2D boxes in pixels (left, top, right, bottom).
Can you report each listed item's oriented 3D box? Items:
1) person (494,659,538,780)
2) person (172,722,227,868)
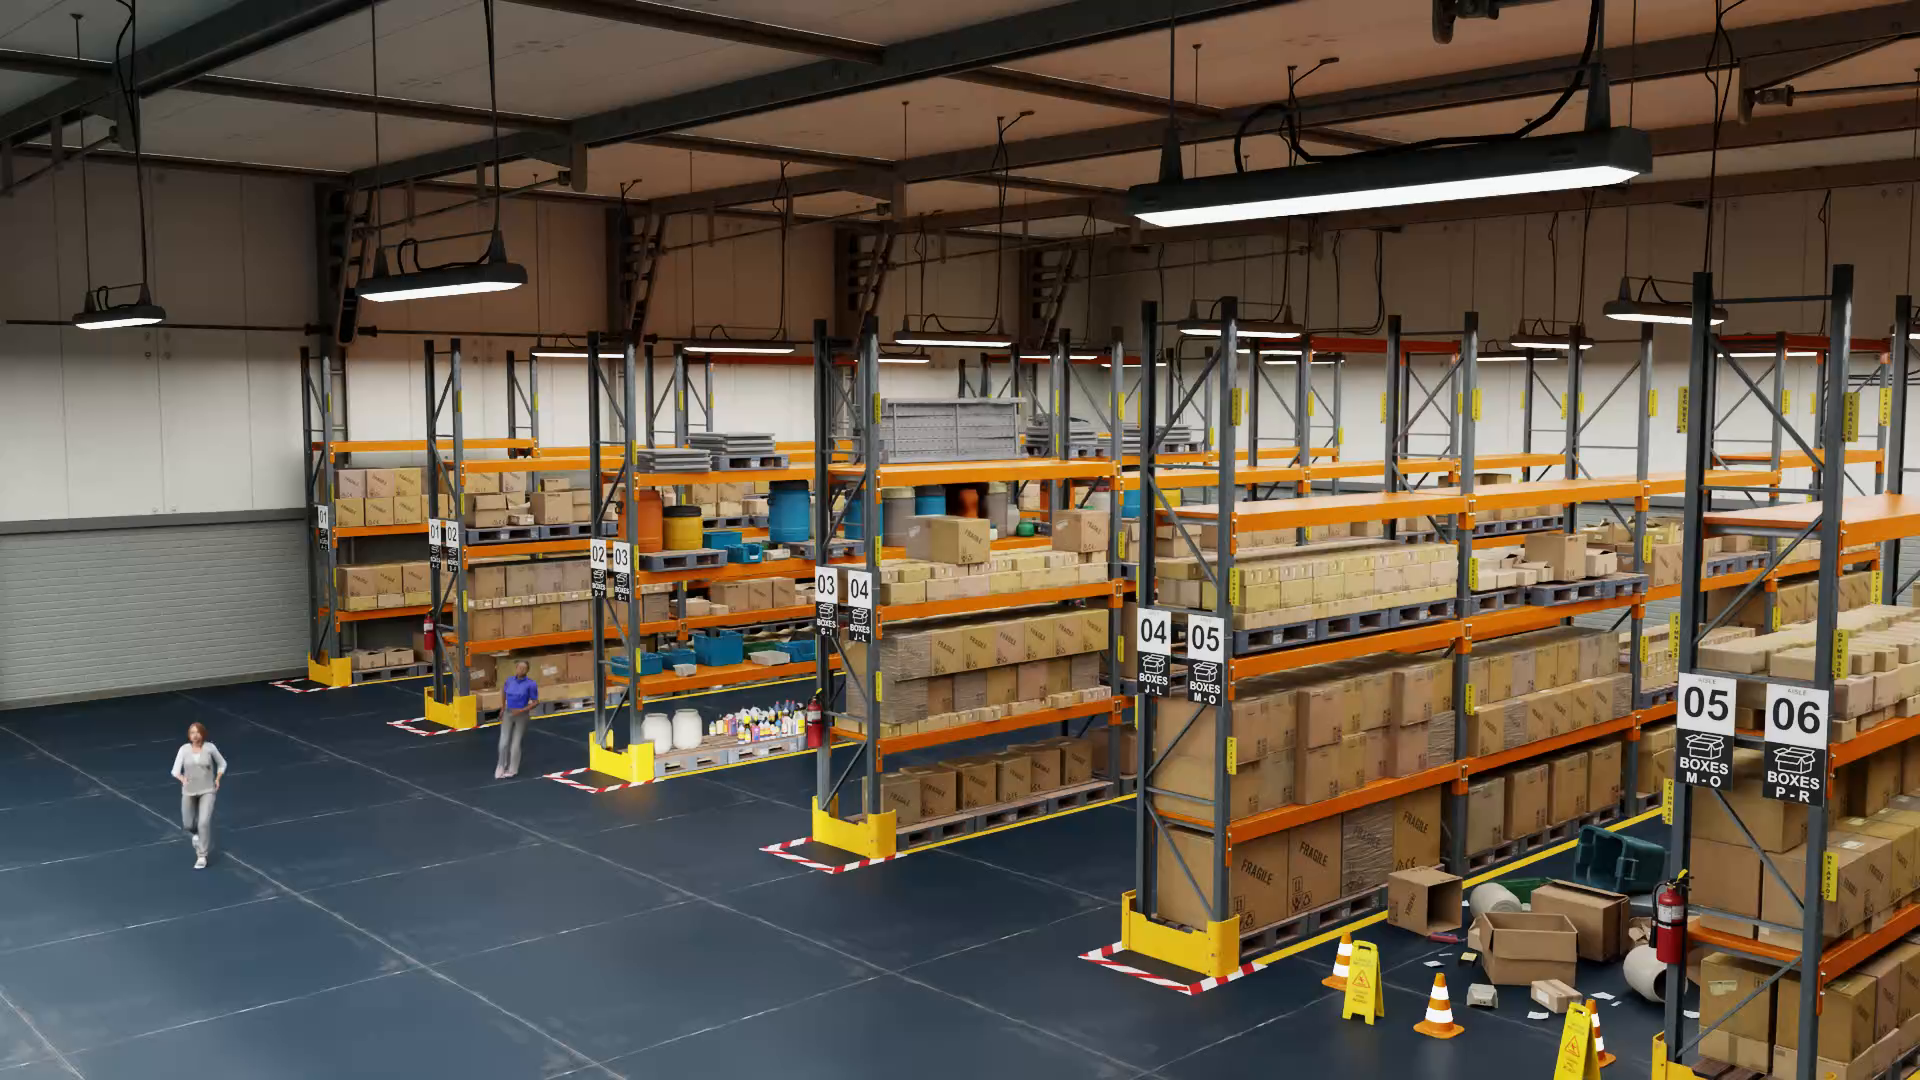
[{"bbox_3d":[-5.948,2.406,22.260,0.624,1.625,0.575,0,5,1],"label":"person"},{"bbox_3d":[-8.363,2.777,18.303,0.548,1.558,0.719,-2,5,-18],"label":"person"}]
